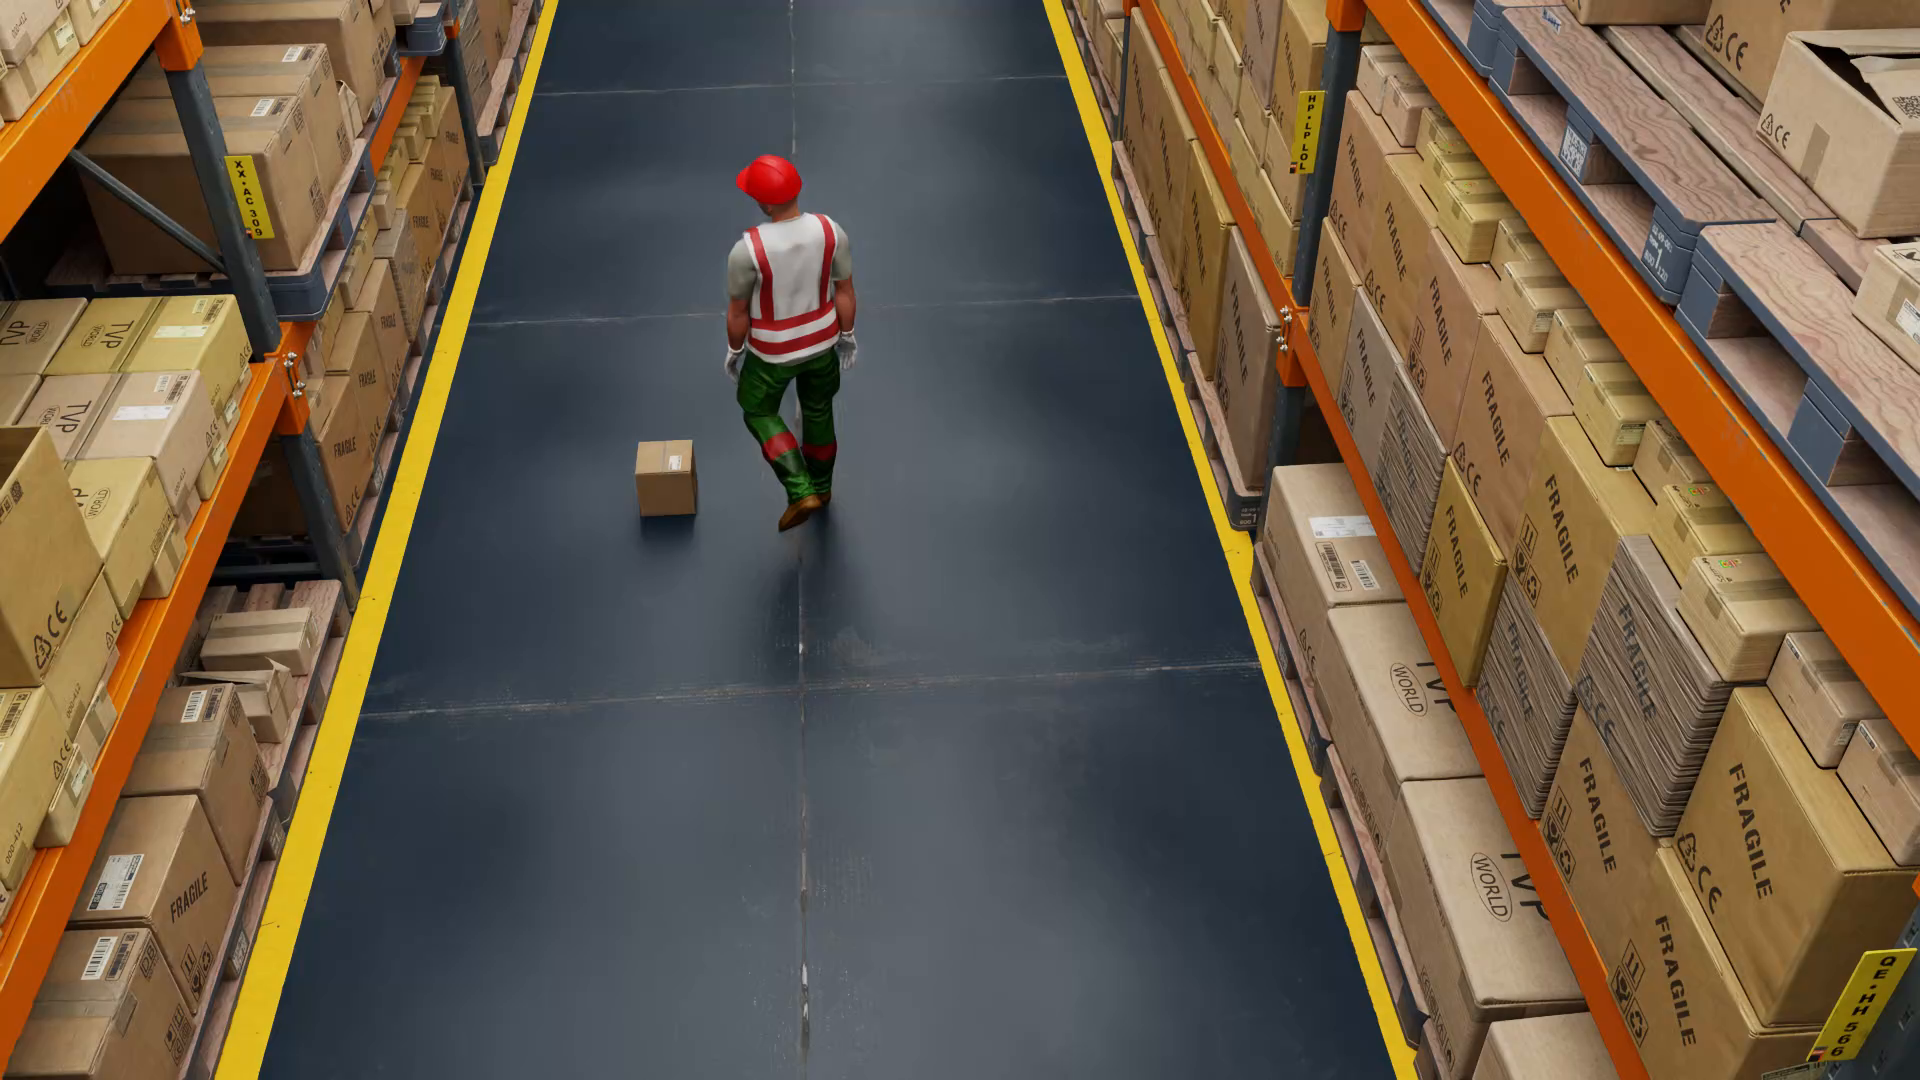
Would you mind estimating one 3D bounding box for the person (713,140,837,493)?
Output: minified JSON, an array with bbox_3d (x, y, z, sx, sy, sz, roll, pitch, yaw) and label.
[{"bbox_3d":[-0.852,-0.943,7.289,0.613,1.785,0.624,10,40,12],"label":"person"}]
